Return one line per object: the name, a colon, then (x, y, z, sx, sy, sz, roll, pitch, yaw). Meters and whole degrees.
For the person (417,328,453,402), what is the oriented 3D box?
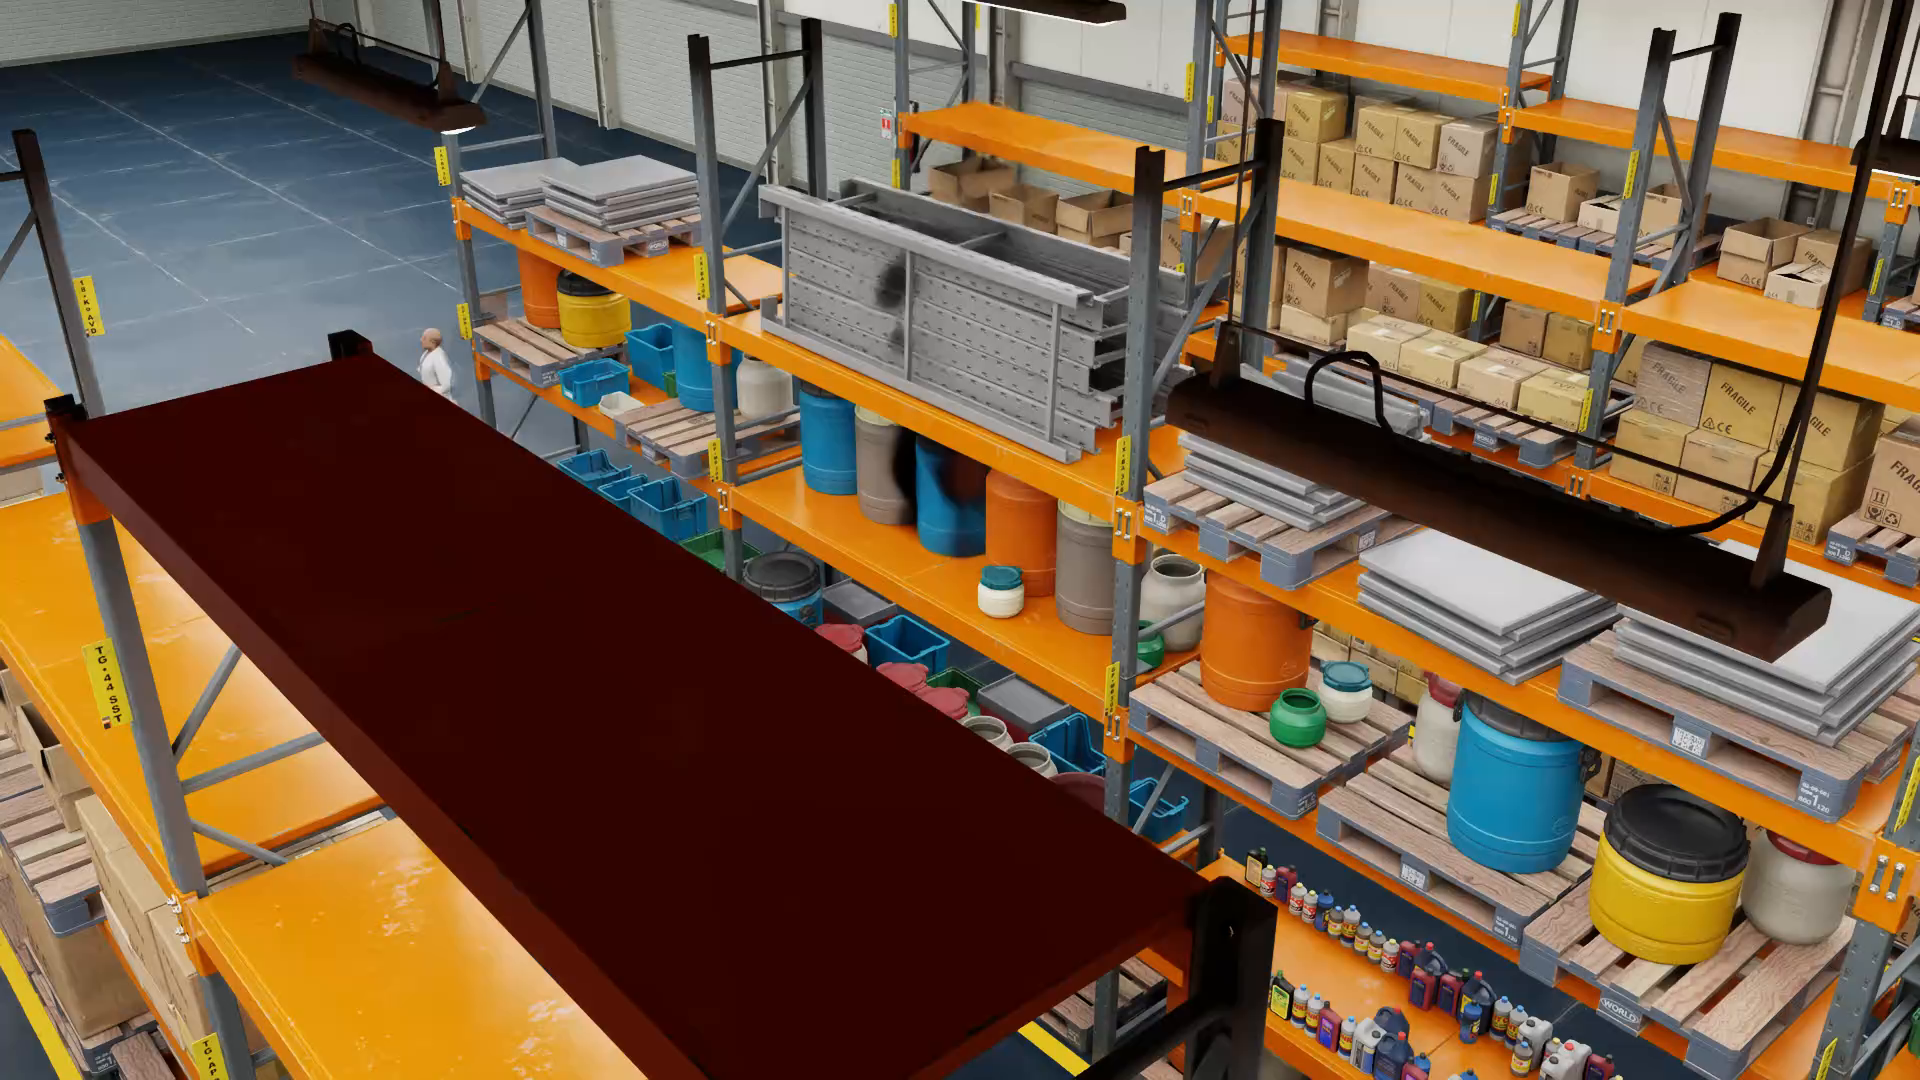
person: (-5.851, -1.561, 18.745, 0.638, 1.733, 0.709, -10, 29, -19)
